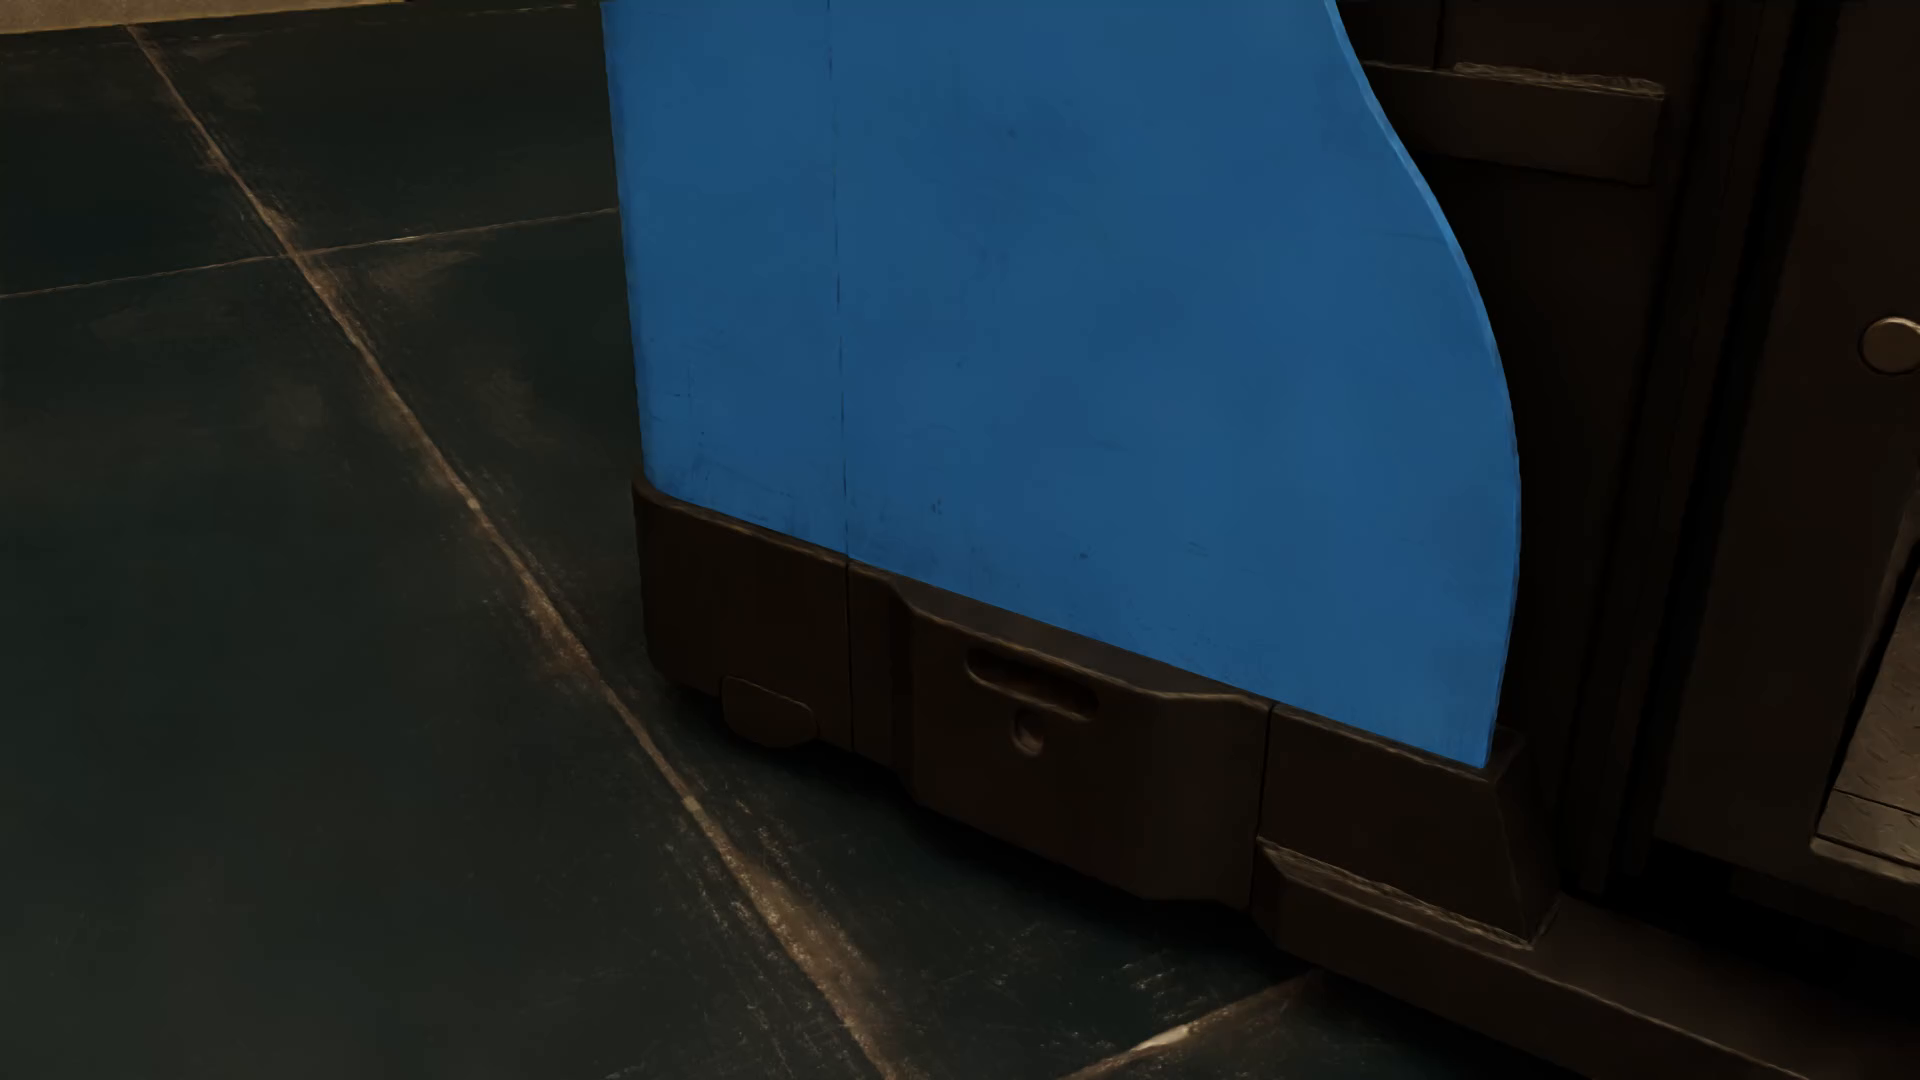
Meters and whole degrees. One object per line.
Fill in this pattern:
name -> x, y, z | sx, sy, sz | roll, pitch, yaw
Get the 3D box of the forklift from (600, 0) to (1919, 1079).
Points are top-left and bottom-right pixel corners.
forklift -> 1.111, -0.905, 1.044 | 3.031, 2.935, 1.130 | 17, 32, 31
